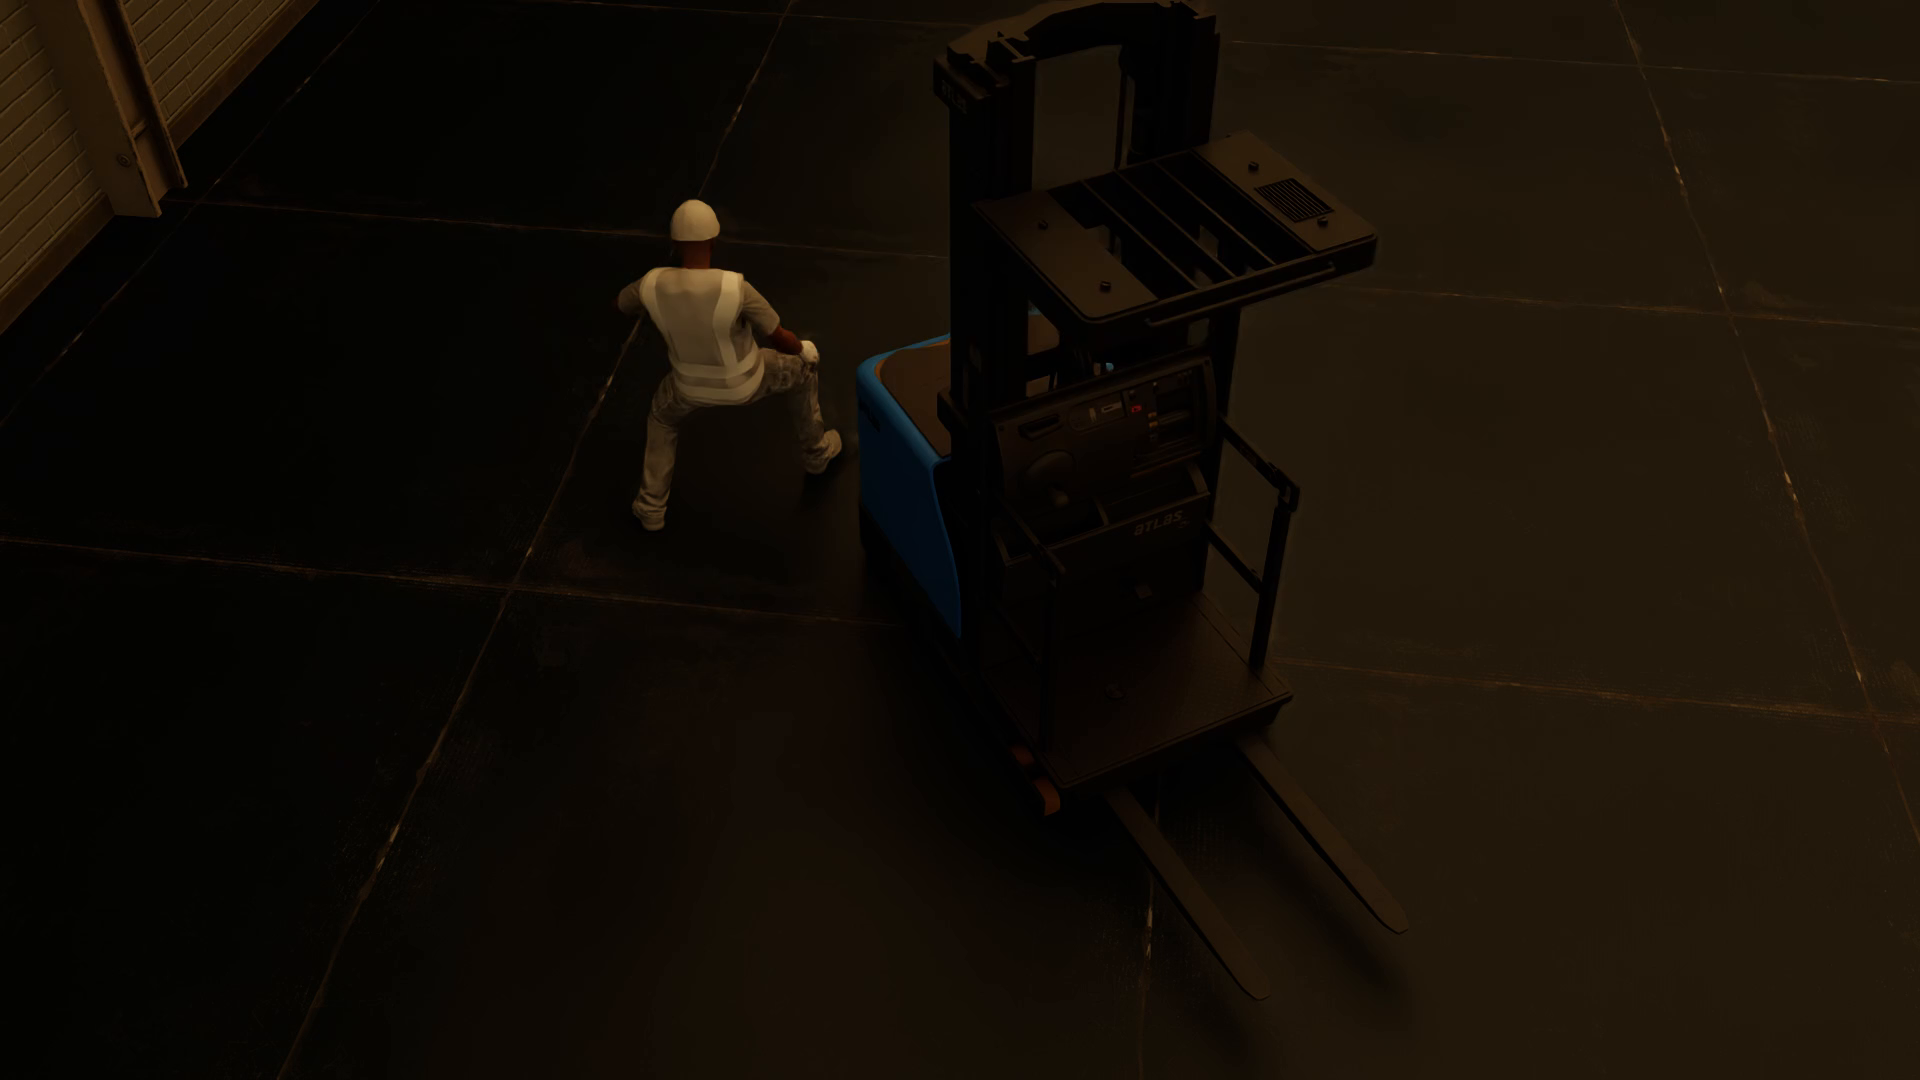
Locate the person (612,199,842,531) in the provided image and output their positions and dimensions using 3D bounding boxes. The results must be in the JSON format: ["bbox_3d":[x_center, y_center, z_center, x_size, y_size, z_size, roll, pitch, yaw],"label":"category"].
[{"bbox_3d":[-1.159,-0.854,7.652,1.025,1.634,0.830,8,43,9],"label":"person"}]

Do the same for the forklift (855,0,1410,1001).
[{"bbox_3d":[0.652,-0.319,6.071,1.130,2.935,3.031,-19,46,-20],"label":"forklift"}]
